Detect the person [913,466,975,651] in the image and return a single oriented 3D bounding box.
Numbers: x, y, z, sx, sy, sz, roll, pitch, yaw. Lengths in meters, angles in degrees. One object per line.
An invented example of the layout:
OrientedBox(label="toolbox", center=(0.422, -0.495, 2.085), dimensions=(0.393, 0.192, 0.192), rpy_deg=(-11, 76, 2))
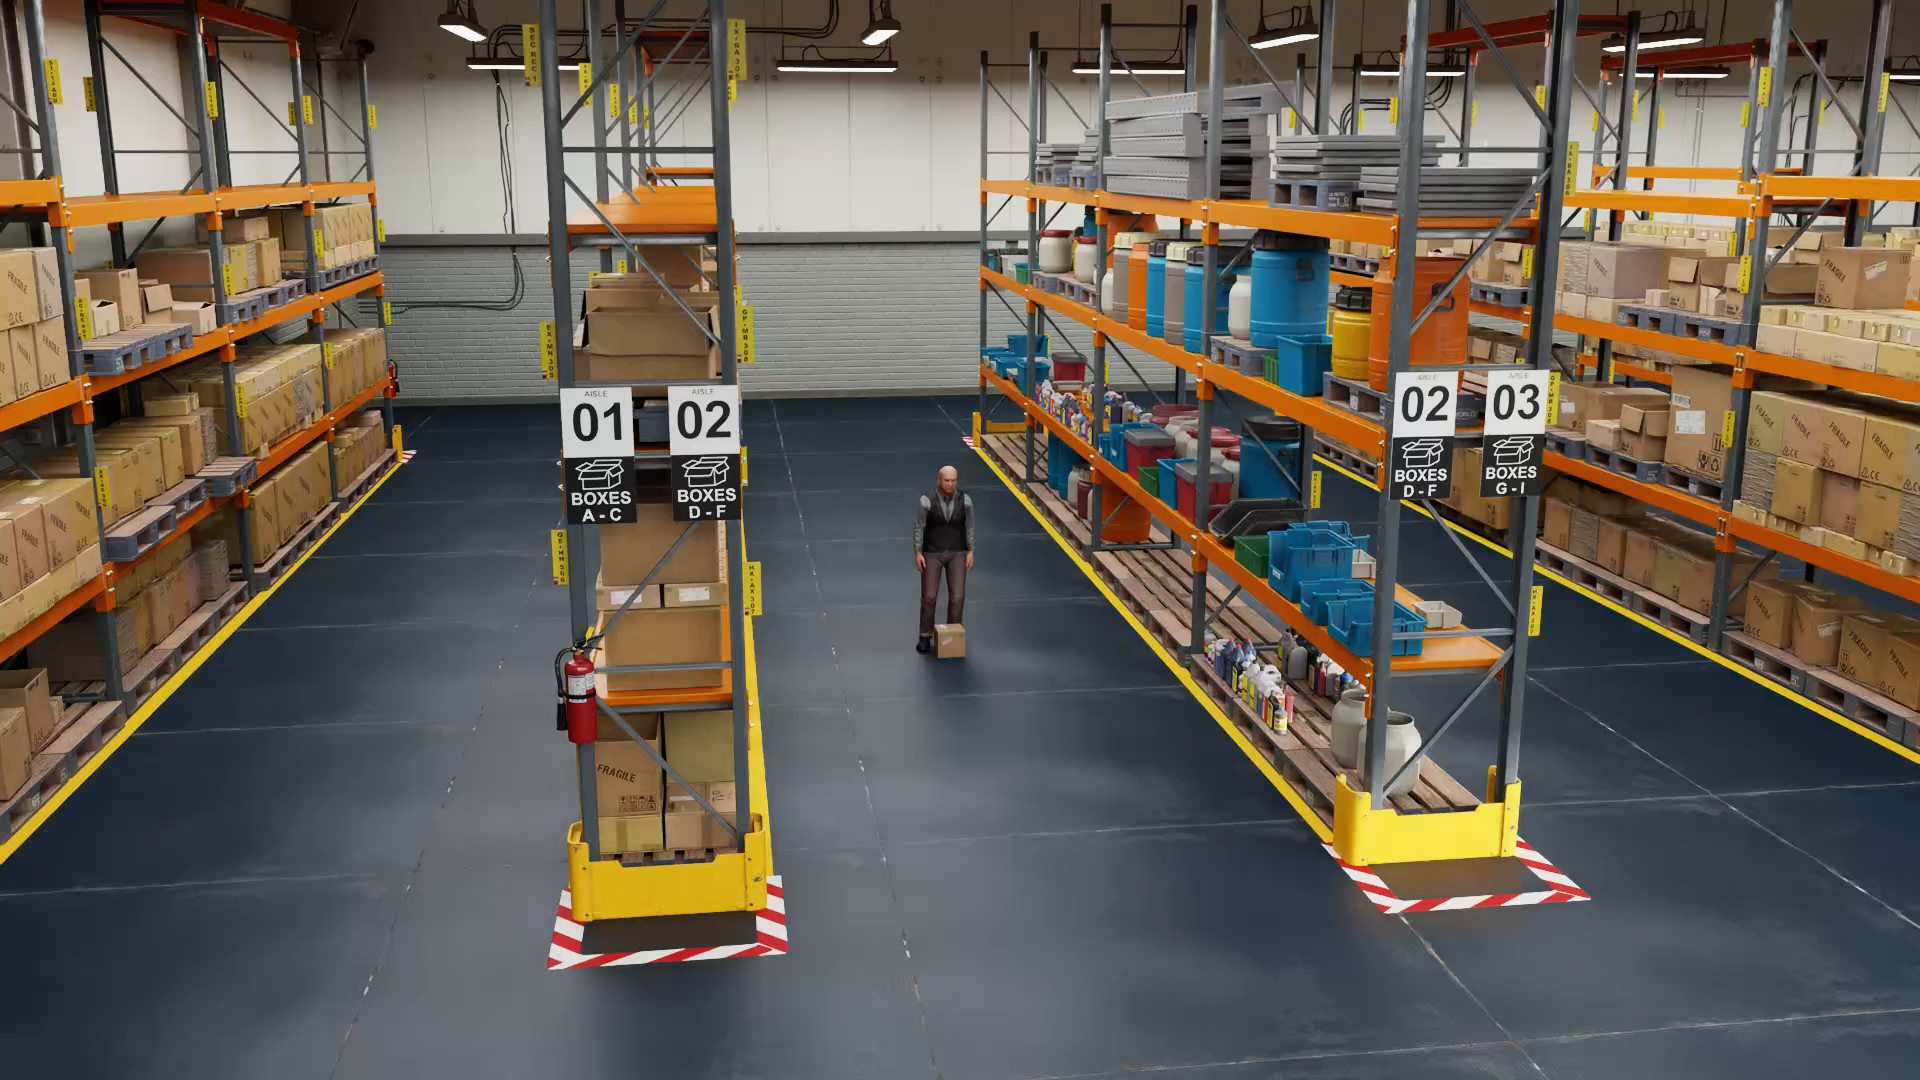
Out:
OrientedBox(label="person", center=(-0.140, 0.154, 15.375), dimensions=(0.582, 1.719, 0.475), rpy_deg=(-3, 13, -11))
